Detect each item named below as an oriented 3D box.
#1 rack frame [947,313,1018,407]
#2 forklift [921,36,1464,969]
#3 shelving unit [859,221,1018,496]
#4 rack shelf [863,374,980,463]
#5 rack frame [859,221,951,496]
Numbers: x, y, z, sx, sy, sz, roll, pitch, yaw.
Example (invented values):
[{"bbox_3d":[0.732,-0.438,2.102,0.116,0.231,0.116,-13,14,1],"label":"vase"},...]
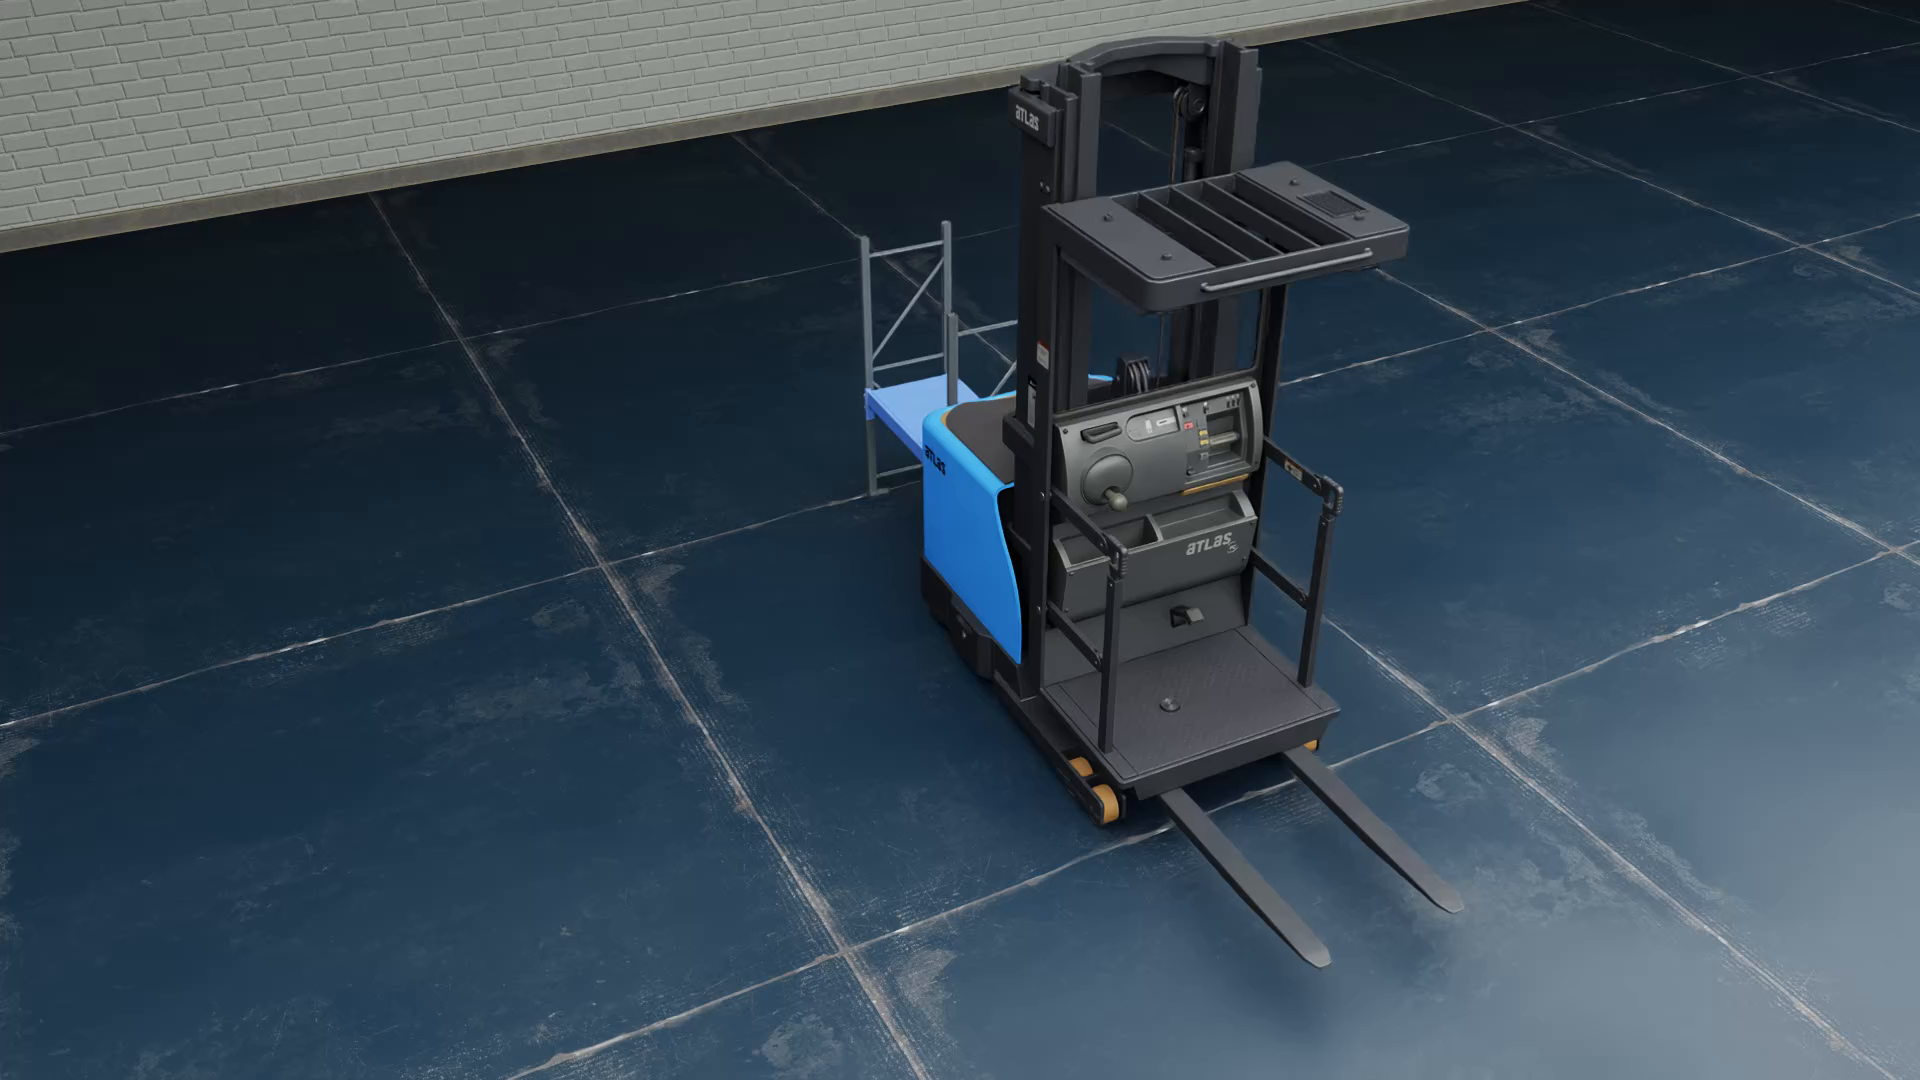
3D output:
[{"bbox_3d":[0.170,-0.448,8.059,0.500,1.500,0.032,-15,35,-22],"label":"rack frame"},{"bbox_3d":[0.913,-0.326,6.543,1.130,2.935,3.031,-15,36,-22],"label":"forklift"},{"bbox_3d":[-0.053,-0.694,8.443,0.538,1.500,1.048,-15,35,-22],"label":"shelving unit"},{"bbox_3d":[-0.053,-0.543,8.540,0.538,0.185,1.000,-15,35,-22],"label":"rack shelf"},{"bbox_3d":[-0.277,-0.941,8.828,0.500,1.500,0.032,-15,35,-22],"label":"rack frame"}]
